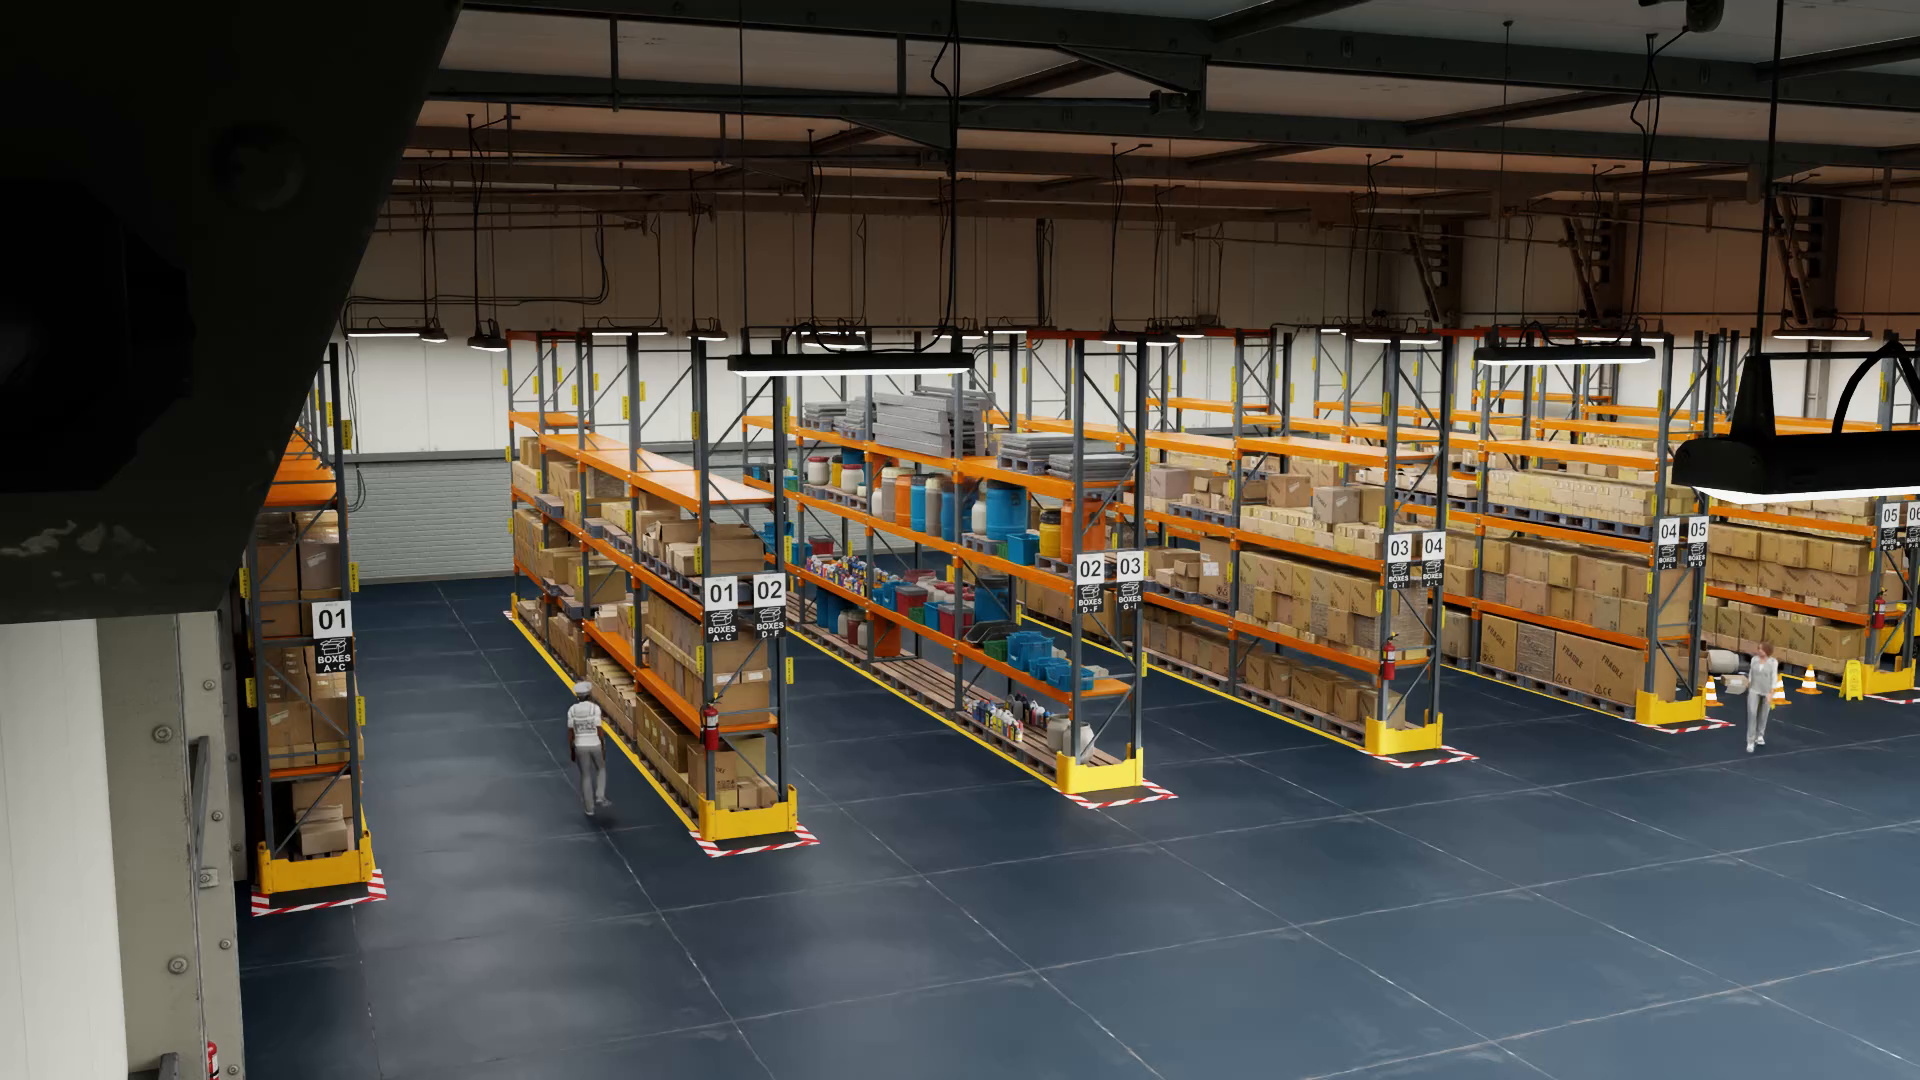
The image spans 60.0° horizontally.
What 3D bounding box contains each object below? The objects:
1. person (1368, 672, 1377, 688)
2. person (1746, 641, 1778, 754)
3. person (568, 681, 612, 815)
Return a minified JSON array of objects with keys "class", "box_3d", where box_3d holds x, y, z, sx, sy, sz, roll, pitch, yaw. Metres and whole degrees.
[{"class":"person","box_3d":[6.854,1.760,27.295,0.642,1.792,0.639,-2,8,-12]},{"class":"person","box_3d":[11.680,2.267,24.210,0.381,1.611,0.749,3,8,24]},{"class":"person","box_3d":[-4.697,2.641,21.081,0.507,1.671,0.479,-2,8,-15]}]
